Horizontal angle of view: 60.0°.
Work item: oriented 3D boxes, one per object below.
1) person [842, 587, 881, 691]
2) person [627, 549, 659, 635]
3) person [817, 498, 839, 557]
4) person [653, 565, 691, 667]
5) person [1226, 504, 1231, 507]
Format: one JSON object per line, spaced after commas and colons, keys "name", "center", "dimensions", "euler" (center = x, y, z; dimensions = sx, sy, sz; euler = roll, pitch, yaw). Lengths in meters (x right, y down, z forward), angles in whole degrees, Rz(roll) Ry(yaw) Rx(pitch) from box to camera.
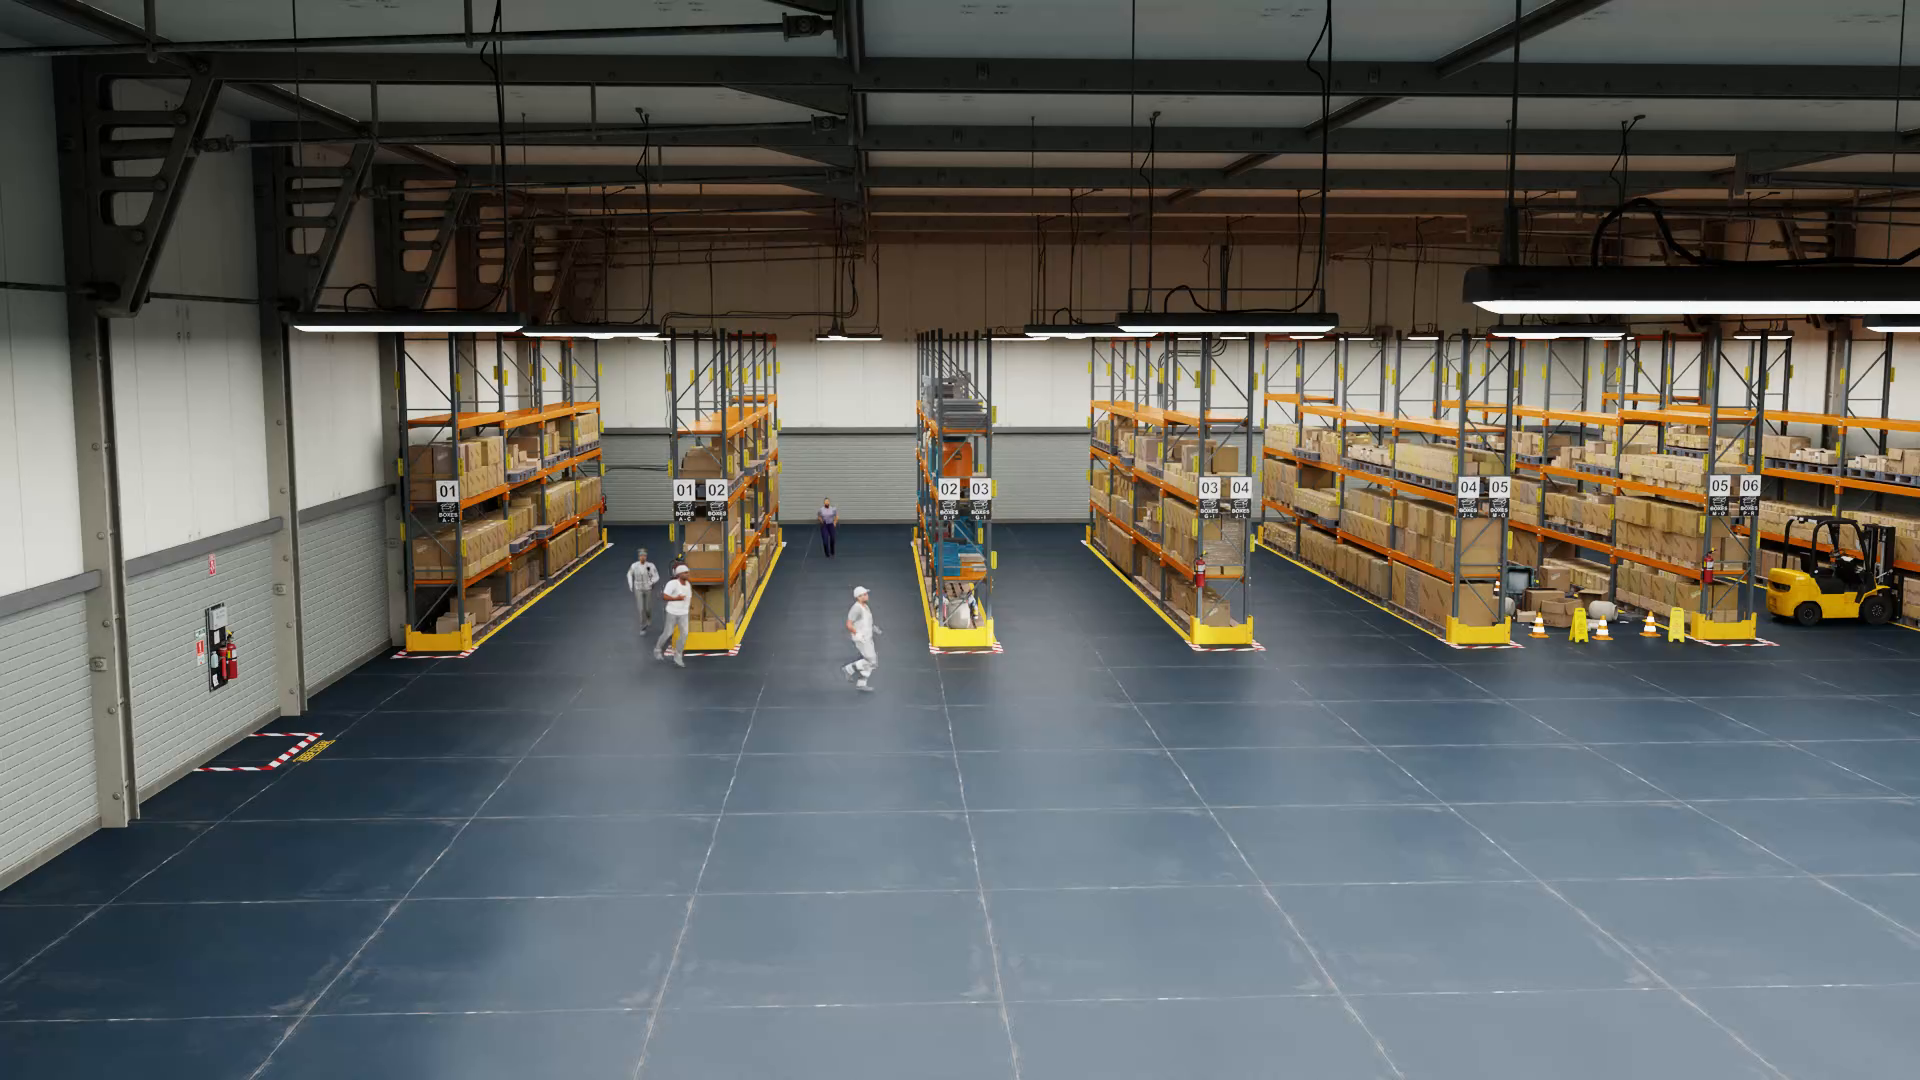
{"name": "person", "center": [-1.624, 1.632, 27.466], "dimensions": [0.600, 1.737, 0.658], "euler": [2, 7, 14]}
{"name": "person", "center": [-6.286, 0.998, 33.000], "dimensions": [0.637, 1.687, 0.784], "euler": [-1, 7, -9]}
{"name": "person", "center": [-3.552, -0.327, 44.523], "dimensions": [0.544, 1.604, 0.575], "euler": [-1, 7, -6]}
{"name": "person", "center": [-5.069, 1.337, 29.924], "dimensions": [0.824, 1.776, 0.696], "euler": [7, 9, 44]}
{"name": "person", "center": [7.443, -0.569, 46.428], "dimensions": [0.578, 1.648, 0.571], "euler": [0, 7, -2]}
